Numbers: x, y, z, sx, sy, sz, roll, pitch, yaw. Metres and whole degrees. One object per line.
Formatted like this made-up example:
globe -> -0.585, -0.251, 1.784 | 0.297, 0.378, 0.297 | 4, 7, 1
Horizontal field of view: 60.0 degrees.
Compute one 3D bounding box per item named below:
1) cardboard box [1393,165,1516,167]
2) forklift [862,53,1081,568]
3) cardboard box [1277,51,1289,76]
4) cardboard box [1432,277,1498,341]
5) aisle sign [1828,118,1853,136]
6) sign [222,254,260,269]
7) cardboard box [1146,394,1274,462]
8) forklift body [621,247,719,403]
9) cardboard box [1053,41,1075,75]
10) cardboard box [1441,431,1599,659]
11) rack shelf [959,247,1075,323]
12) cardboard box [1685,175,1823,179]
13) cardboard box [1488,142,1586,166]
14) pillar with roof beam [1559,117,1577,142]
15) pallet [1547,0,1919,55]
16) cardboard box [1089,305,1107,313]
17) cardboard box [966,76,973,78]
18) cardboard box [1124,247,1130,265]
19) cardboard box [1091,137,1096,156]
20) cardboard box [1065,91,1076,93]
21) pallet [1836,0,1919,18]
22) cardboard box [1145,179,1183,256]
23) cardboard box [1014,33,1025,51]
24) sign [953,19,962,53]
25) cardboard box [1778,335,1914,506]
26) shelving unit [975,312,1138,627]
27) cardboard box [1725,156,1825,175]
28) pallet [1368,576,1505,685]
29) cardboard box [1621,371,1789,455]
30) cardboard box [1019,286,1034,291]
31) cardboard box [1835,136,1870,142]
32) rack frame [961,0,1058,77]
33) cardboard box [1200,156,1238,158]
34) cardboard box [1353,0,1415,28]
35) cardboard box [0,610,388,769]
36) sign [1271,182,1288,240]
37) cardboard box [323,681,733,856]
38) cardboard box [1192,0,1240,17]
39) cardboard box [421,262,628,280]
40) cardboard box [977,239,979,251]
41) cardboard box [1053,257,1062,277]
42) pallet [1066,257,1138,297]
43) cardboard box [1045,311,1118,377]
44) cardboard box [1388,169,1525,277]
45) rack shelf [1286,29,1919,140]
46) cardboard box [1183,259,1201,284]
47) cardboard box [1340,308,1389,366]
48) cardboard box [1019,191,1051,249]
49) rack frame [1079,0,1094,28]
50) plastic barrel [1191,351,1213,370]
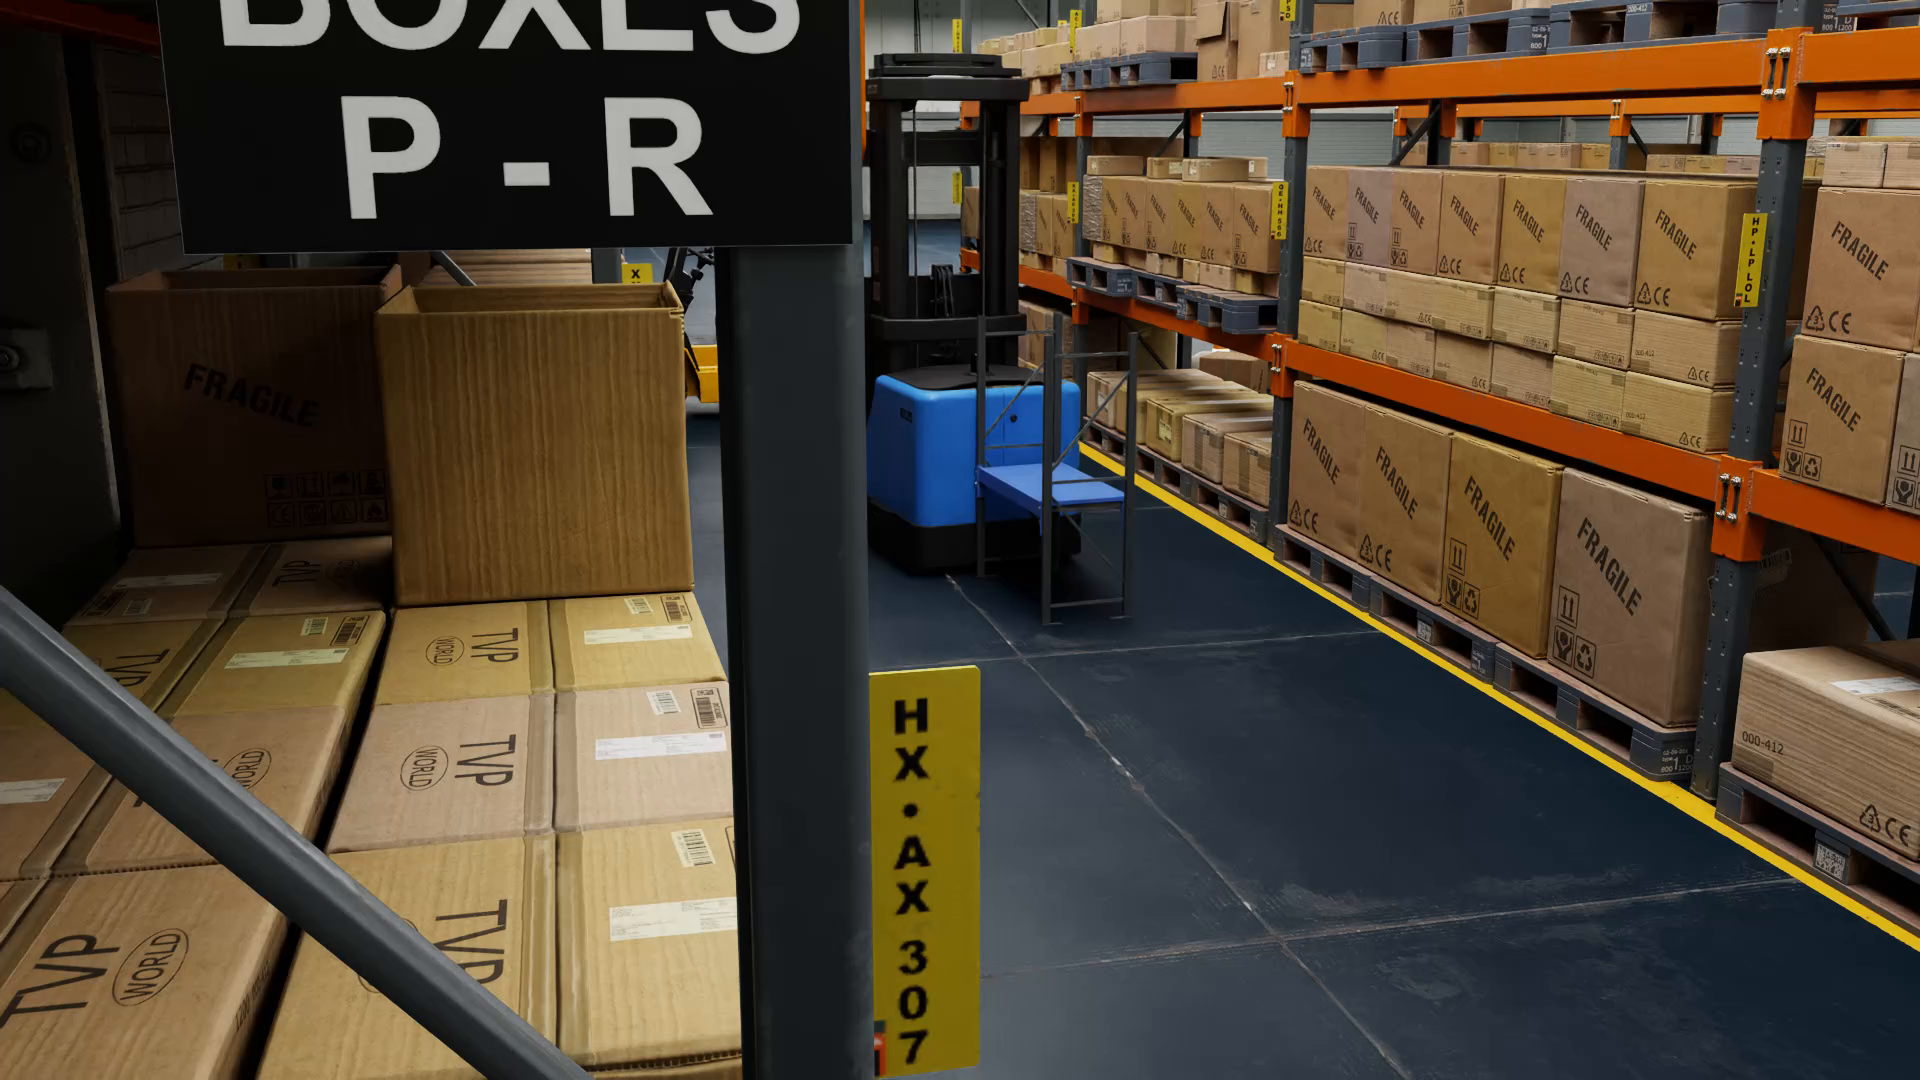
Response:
cardboard box -> 2.759, -1.849, 9.356 | 0.500, 0.500, 0.500 | -4, 14, -15
forklift -> -0.277, -1.568, 10.669 | 1.130, 2.935, 3.031 | -5, 15, -20
cardboard box -> 2.105, -2.815, 9.839 | 0.380, 0.149, 0.250 | -3, 14, -13
cardboard box -> 2.594, -1.106, 7.895 | 0.500, 0.250, 0.500 | -3, 14, -12
aisle sign -> 10.415, -5.111, 19.549 | 0.394, 0.787, 0.004 | -3, 14, -13
sign -> -2.040, -0.750, 4.735 | 0.100, 0.325, 0.005 | -3, 14, -13
cardboard box -> 1.907, -0.823, 12.126 | 0.950, 0.372, 0.625 | -3, 14, -11
forklift body -> -2.101, -2.239, 15.060 | 2.313, 2.155, 1.214 | -3, 14, -13
cardboard box -> 1.078, -3.958, 13.676 | 0.500, 0.250, 0.500 | -3, 14, -14
cardboard box -> 2.880, -0.015, 7.759 | 0.875, 0.875, 0.875 | -3, 14, -12
rack shelf -> 0.974, -2.454, 15.666 | 1.077, 0.370, 4.000 | -3, 14, -13
cardboard box -> 3.353, -1.264, 6.963 | 0.500, 0.500, 0.500 | -3, 14, -14
cardboard box -> 5.811, -3.700, 16.660 | 0.875, 0.550, 0.500 | -3, 14, -13
pillar with roof beam -> 14.357, -14.127, 49.291 | 9.100, 9.000, 0.548 | -3, 14, -13
pallet -> 3.060, -2.069, 6.660 | 0.805, 0.209, 1.217 | -4, 14, -15
cardboard box -> 1.431, -1.848, 15.001 | 0.500, 0.500, 0.500 | -3, 14, -11
cardboard box -> 0.364, -4.663, 16.560 | 0.500, 0.250, 0.500 | -4, 14, -14
cardboard box -> 1.458, -2.160, 12.590 | 0.380, 0.149, 0.250 | -2, 14, -10
cardboard box -> 1.453, -3.253, 14.479 | 0.700, 0.500, 0.500 | -3, 14, -13
cardboard box -> 1.073, -3.733, 13.595 | 0.380, 0.149, 0.250 | -3, 14, -13
pallet -> 3.505, -1.721, 5.018 | 1.003, 0.211, 1.213 | -3, 14, -13
cardboard box -> 1.628, -2.267, 11.662 | 0.500, 0.500, 0.500 | -4, 14, -15
cardboard box -> 0.701, -4.478, 14.963 | 0.380, 0.149, 0.250 | -3, 14, -12
sign -> -0.023, -5.116, 16.886 | 0.100, 0.325, 0.005 | -3, 14, -13
cardboard box -> 3.179, -0.422, 5.624 | 0.500, 0.500, 0.500 | -3, 14, -11
shelving unit -> 0.496, -0.415, 8.966 | 0.538, 1.500, 1.048 | -5, 14, -18
cardboard box -> 6.595, -2.826, 13.357 | 0.700, 0.500, 0.500 | -3, 14, -13
pallet -> 2.778, 0.402, 8.335 | 1.003, 0.211, 1.213 | -3, 14, -13
cardboard box -> 2.973, -0.513, 6.522 | 0.500, 0.250, 0.500 | -4, 14, -15
cardboard box -> 0.431, -2.290, 16.810 | 0.500, 0.500, 0.500 | -4, 14, -15
cardboard box -> 10.112, -4.238, 18.509 | 0.500, 0.500, 0.500 | -3, 14, -13
rack frame -> 0.505, -6.179, 16.757 | 1.000, 3.000, 0.127 | -3, 14, -13
cardboard box -> 1.947, -2.802, 12.486 | 0.380, 0.149, 0.250 | -4, 14, -15
cardboard box -> 2.619, -3.052, 9.176 | 0.797, 0.503, 0.637 | -4, 14, -17
cardboard box -> -1.159, 0.307, 2.538 | 0.500, 0.250, 0.500 | -3, 14, -11
sign -> 1.858, -1.911, 9.655 | 0.100, 0.325, 0.005 | -3, 14, -13
cardboard box -> -0.525, 0.396, 2.174 | 0.500, 0.250, 0.500 | -3, 14, -13
cardboard box -> 1.965, -3.812, 11.768 | 0.500, 0.250, 0.500 | -3, 14, -12
cardboard box -> -1.519, -0.715, 5.938 | 0.700, 0.500, 0.500 | -3, 14, -13
cardboard box -> 0.383, -3.053, 17.131 | 0.380, 0.149, 0.250 | -3, 14, -13
cardboard box -> 1.007, -2.334, 14.190 | 0.380, 0.149, 0.250 | -3, 14, -12
pallet -> 1.482, -2.064, 12.960 | 1.003, 0.211, 1.213 | -3, 14, -13
cardboard box -> 1.044, -1.696, 14.377 | 0.500, 0.500, 0.500 | -3, 14, -14
cardboard box -> 2.494, -1.592, 8.305 | 0.500, 0.500, 0.500 | -3, 14, -12
rack shelf -> 2.853, -2.065, 7.756 | 1.077, 0.370, 4.000 | -3, 14, -13
cardboard box -> 1.712, -1.798, 11.112 | 0.380, 0.149, 0.250 | -3, 14, -12
cardboard box -> 2.392, -1.102, 8.933 | 0.500, 0.250, 0.500 | -4, 14, -15
cardboard box -> 0.719, -2.979, 15.464 | 0.500, 0.500, 0.500 | -4, 14, -14
rack frame -> 1.444, -5.256, 12.980 | 1.000, 3.000, 0.127 | -3, 14, -13
plastic barrel -> 2.461, -1.621, 16.170 | 0.512, 0.421, 0.421 | 7, 15, 26
